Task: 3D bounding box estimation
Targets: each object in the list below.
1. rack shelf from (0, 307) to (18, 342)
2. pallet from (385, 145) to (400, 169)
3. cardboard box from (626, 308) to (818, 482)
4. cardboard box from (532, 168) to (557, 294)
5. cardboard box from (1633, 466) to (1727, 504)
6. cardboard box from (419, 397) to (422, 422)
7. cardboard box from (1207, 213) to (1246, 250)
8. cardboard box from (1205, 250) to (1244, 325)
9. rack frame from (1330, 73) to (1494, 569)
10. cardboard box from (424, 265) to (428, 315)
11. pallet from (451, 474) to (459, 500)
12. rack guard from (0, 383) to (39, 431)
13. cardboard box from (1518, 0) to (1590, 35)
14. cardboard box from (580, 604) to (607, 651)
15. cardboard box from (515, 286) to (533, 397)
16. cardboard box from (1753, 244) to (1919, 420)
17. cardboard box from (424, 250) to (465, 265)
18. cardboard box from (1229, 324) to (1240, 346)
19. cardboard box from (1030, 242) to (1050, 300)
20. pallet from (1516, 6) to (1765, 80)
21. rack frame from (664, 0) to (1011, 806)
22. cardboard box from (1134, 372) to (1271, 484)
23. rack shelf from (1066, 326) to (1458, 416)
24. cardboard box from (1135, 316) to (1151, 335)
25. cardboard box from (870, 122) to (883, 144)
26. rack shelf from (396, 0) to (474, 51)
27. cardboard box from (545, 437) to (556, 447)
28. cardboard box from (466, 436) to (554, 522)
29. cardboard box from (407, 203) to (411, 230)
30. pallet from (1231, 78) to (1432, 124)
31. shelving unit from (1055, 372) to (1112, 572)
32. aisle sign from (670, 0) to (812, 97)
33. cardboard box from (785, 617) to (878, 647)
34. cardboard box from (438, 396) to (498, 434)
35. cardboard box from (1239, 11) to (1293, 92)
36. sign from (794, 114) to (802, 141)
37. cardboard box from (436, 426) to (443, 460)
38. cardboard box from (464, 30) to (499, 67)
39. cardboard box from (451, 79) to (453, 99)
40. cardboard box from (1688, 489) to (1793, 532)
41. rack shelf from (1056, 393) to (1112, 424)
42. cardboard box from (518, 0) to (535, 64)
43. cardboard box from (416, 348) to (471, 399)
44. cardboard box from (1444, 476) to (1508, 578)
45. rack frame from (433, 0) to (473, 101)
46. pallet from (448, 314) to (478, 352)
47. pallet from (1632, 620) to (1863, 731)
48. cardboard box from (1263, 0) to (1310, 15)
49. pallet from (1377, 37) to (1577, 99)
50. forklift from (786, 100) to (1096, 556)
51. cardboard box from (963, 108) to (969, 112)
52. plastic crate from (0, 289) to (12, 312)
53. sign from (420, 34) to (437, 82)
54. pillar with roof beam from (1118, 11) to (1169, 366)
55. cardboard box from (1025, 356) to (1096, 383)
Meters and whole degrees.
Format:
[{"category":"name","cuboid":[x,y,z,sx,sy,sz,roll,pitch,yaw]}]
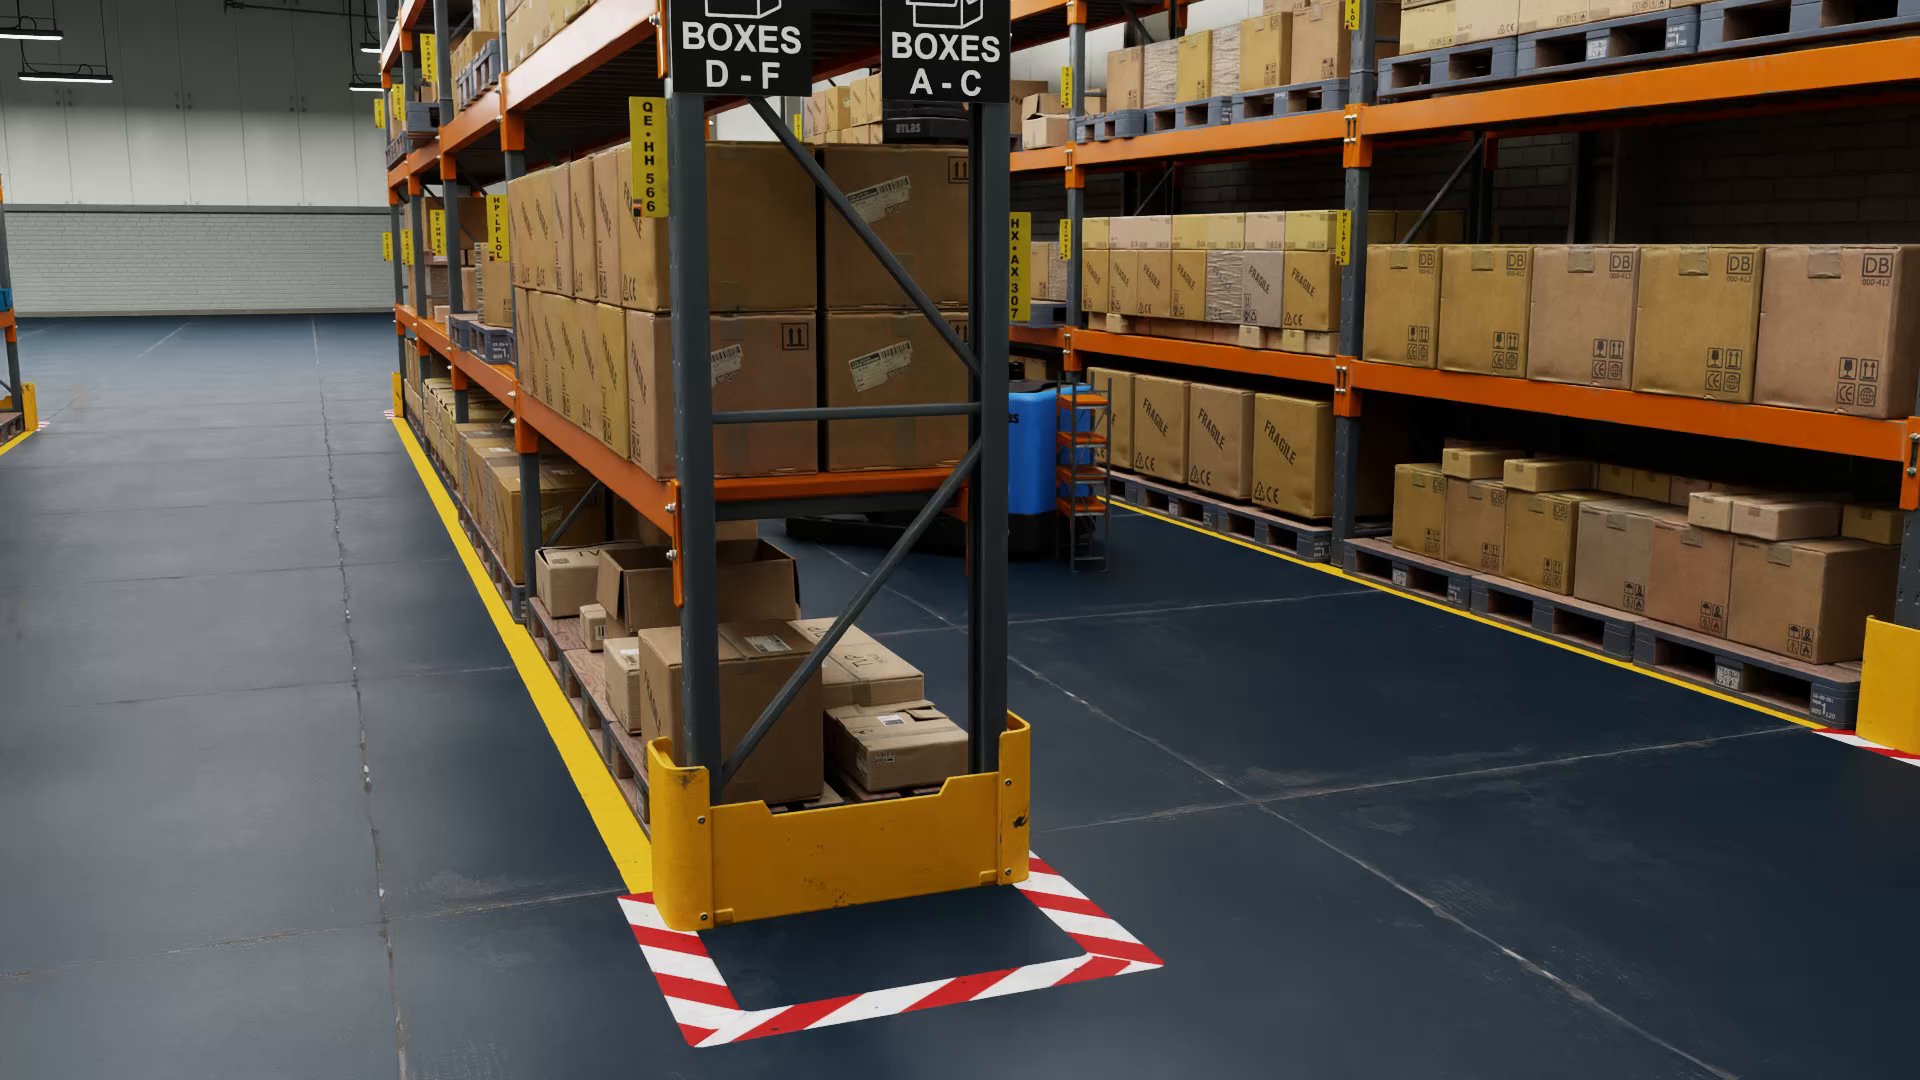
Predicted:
[{"category":"rack shelf","cuboid":[-10.030,-1.986,16.074,1.077,0.370,4.000,-4,11,-21]},{"category":"pallet","cuboid":[-5.904,-4.297,18.697,1.003,0.211,1.213,-4,11,-21]},{"category":"cardboard box","cuboid":[-0.754,-0.474,5.233,0.500,0.500,0.500,-4,11,-19]},{"category":"cardboard box","cuboid":[-1.506,-1.300,7.024,0.500,0.500,0.500,-4,11,-23]},{"category":"cardboard box","cuboid":[3.701,-0.286,8.550,0.380,0.149,0.250,-4,11,-20]},{"category":"cardboard box","cuboid":[-5.231,-1.324,16.953,0.500,0.250,0.500,-4,11,-21]},{"category":"cardboard box","cuboid":[2.059,-2.139,11.545,0.500,0.250,0.500,-4,11,-20]},{"category":"cardboard box","cuboid":[2.057,-1.767,11.595,0.500,0.500,0.500,-4,11,-21]},{"category":"rack frame","cuboid":[2.828,-1.337,10.369,1.000,3.000,0.127,-4,11,-21]},{"category":"cardboard box","cuboid":[-5.051,-2.534,16.817,0.700,0.500,0.500,-4,11,-21]},{"category":"pallet","cuboid":[-3.499,-0.438,13.282,1.003,0.211,1.213,-4,11,-21]},{"category":"rack guard","cuboid":[-10.683,-1.426,18.012,1.175,0.500,0.348,-4,11,-21]},{"category":"cardboard box","cuboid":[3.196,-2.699,8.405,0.500,0.250,0.500,-4,11,-22]},{"category":"cardboard box","cuboid":[-1.515,0.380,7.555,0.380,0.166,0.250,-4,11,-21]},{"category":"cardboard box","cuboid":[-1.857,-0.970,8.025,0.500,0.500,0.500,-4,11,-19]},{"category":"cardboard box","cuboid":[4.083,-0.914,7.137,0.980,0.700,0.700,-3,11,-18]},{"category":"cardboard box","cuboid":[-4.985,-2.727,16.047,0.380,0.149,0.250,-4,11,-21]},{"category":"cardboard box","cuboid":[2.099,-1.428,11.545,0.380,0.149,0.250,-4,11,-21]},{"category":"cardboard box","cuboid":[0.971,-2.421,14.923,0.700,0.500,0.500,-5,11,-26]},{"category":"pallet","cuboid":[3.553,-2.437,8.242,1.003,0.211,1.213,-4,11,-21]},{"category":"rack frame","cuboid":[-0.338,-0.369,4.928,1.000,3.000,0.127,-4,11,-21]},{"category":"cardboard box","cuboid":[1.834,-0.866,12.663,0.750,0.750,0.750,-4,11,-21]},{"category":"rack shelf","cuboid":[2.103,-1.309,12.267,1.077,0.370,4.000,-4,11,-21]},{"category":"cardboard box","cuboid":[1.588,-1.684,12.980,0.380,0.149,0.250,-4,11,-21]},{"category":"cardboard box","cuboid":[-0.656,-4.328,18.281,0.500,0.500,0.500,-5,11,-26]},{"category":"rack shelf","cuboid":[-3.962,-4.403,13.677,1.077,0.370,4.000,-4,11,-21]},{"category":"cardboard box","cuboid":[-2.493,-0.438,11.200,0.500,0.500,0.500,-4,11,-23]},{"category":"cardboard box","cuboid":[-2.967,-0.401,10.989,0.500,0.500,0.500,-4,11,-22]},{"category":"cardboard box","cuboid":[-5.764,-3.497,18.525,0.700,0.500,0.500,-4,11,-22]},{"category":"pallet","cuboid":[2.449,-2.866,10.947,0.805,0.209,1.217,-4,11,-23]},{"category":"shelving unit","cuboid":[0.771,-0.437,10.449,0.258,1.200,0.503,-1,10,-8]},{"category":"aisle sign","cuboid":[-0.599,-1.618,4.528,0.394,0.787,0.004,-4,11,-21]},{"category":"cardboard box","cuboid":[-0.633,0.498,6.648,0.500,0.250,0.500,-4,11,-21]},{"category":"cardboard box","cuboid":[-4.032,-1.040,13.755,0.500,0.311,0.500,-4,11,-21]},{"category":"cardboard box","cuboid":[2.349,-3.317,11.393,0.700,0.500,0.500,-4,11,-22]},{"category":"sign","cuboid":[-2.027,-5.168,20.848,0.100,0.325,0.005,-4,11,-21]},{"category":"cardboard box","cuboid":[-4.214,-0.848,14.274,0.500,0.250,0.500,-4,11,-20]},{"category":"cardboard box","cuboid":[-2.675,-2.963,10.664,0.910,0.500,0.500,-4,11,-21]},{"category":"cardboard box","cuboid":[-3.661,-3.439,12.853,0.500,0.250,0.500,-4,11,-19]},{"category":"cardboard box","cuboid":[3.621,-0.138,7.718,0.380,0.149,0.250,-4,11,-19]},{"category":"rack shelf","cuboid":[0.771,-0.824,10.380,0.258,0.148,0.480,-1,10,-8]},{"category":"cardboard box","cuboid":[-1.665,-2.248,7.354,0.500,0.250,0.500,-4,11,-21]},{"category":"cardboard box","cuboid":[-5.229,-1.694,16.888,0.500,0.500,0.500,-4,11,-21]},{"category":"cardboard box","cuboid":[3.182,-0.102,9.366,0.700,0.500,0.500,-4,11,-21]},{"category":"rack frame","cuboid":[-3.237,-4.628,11.743,1.000,3.000,0.127,-4,11,-21]},{"category":"pallet","cuboid":[-2.926,-1.474,11.689,1.213,0.211,1.003,-4,11,-21]},{"category":"pallet","cuboid":[3.914,0.564,7.649,1.003,0.211,1.213,-4,11,-21]},{"category":"cardboard box","cuboid":[2.417,-3.690,11.349,0.500,0.250,0.500,-4,11,-23]},{"category":"pallet","cuboid":[3.114,-2.635,9.360,1.003,0.211,1.213,-4,11,-21]},{"category":"forklift","cuboid":[-0.617,-1.496,11.462,3.031,2.935,1.130,5,11,27]},{"category":"cardboard box","cuboid":[0.275,-4.087,16.323,0.500,0.311,0.500,-4,11,-19]},{"category":"plastic crate","cuboid":[-10.294,-2.531,17.506,0.499,0.251,0.616,-4,11,-21]},{"category":"sign","cuboid":[-3.758,-3.411,11.763,0.100,0.325,0.005,-4,11,-21]},{"category":"pillar with roof beam","cuboid":[-2.299,-4.937,13.480,9.100,9.000,0.400,-4,11,-21]},{"category":"cardboard box","cuboid":[0.921,-1.556,15.342,0.500,0.250,0.500,-4,11,-20]}]
